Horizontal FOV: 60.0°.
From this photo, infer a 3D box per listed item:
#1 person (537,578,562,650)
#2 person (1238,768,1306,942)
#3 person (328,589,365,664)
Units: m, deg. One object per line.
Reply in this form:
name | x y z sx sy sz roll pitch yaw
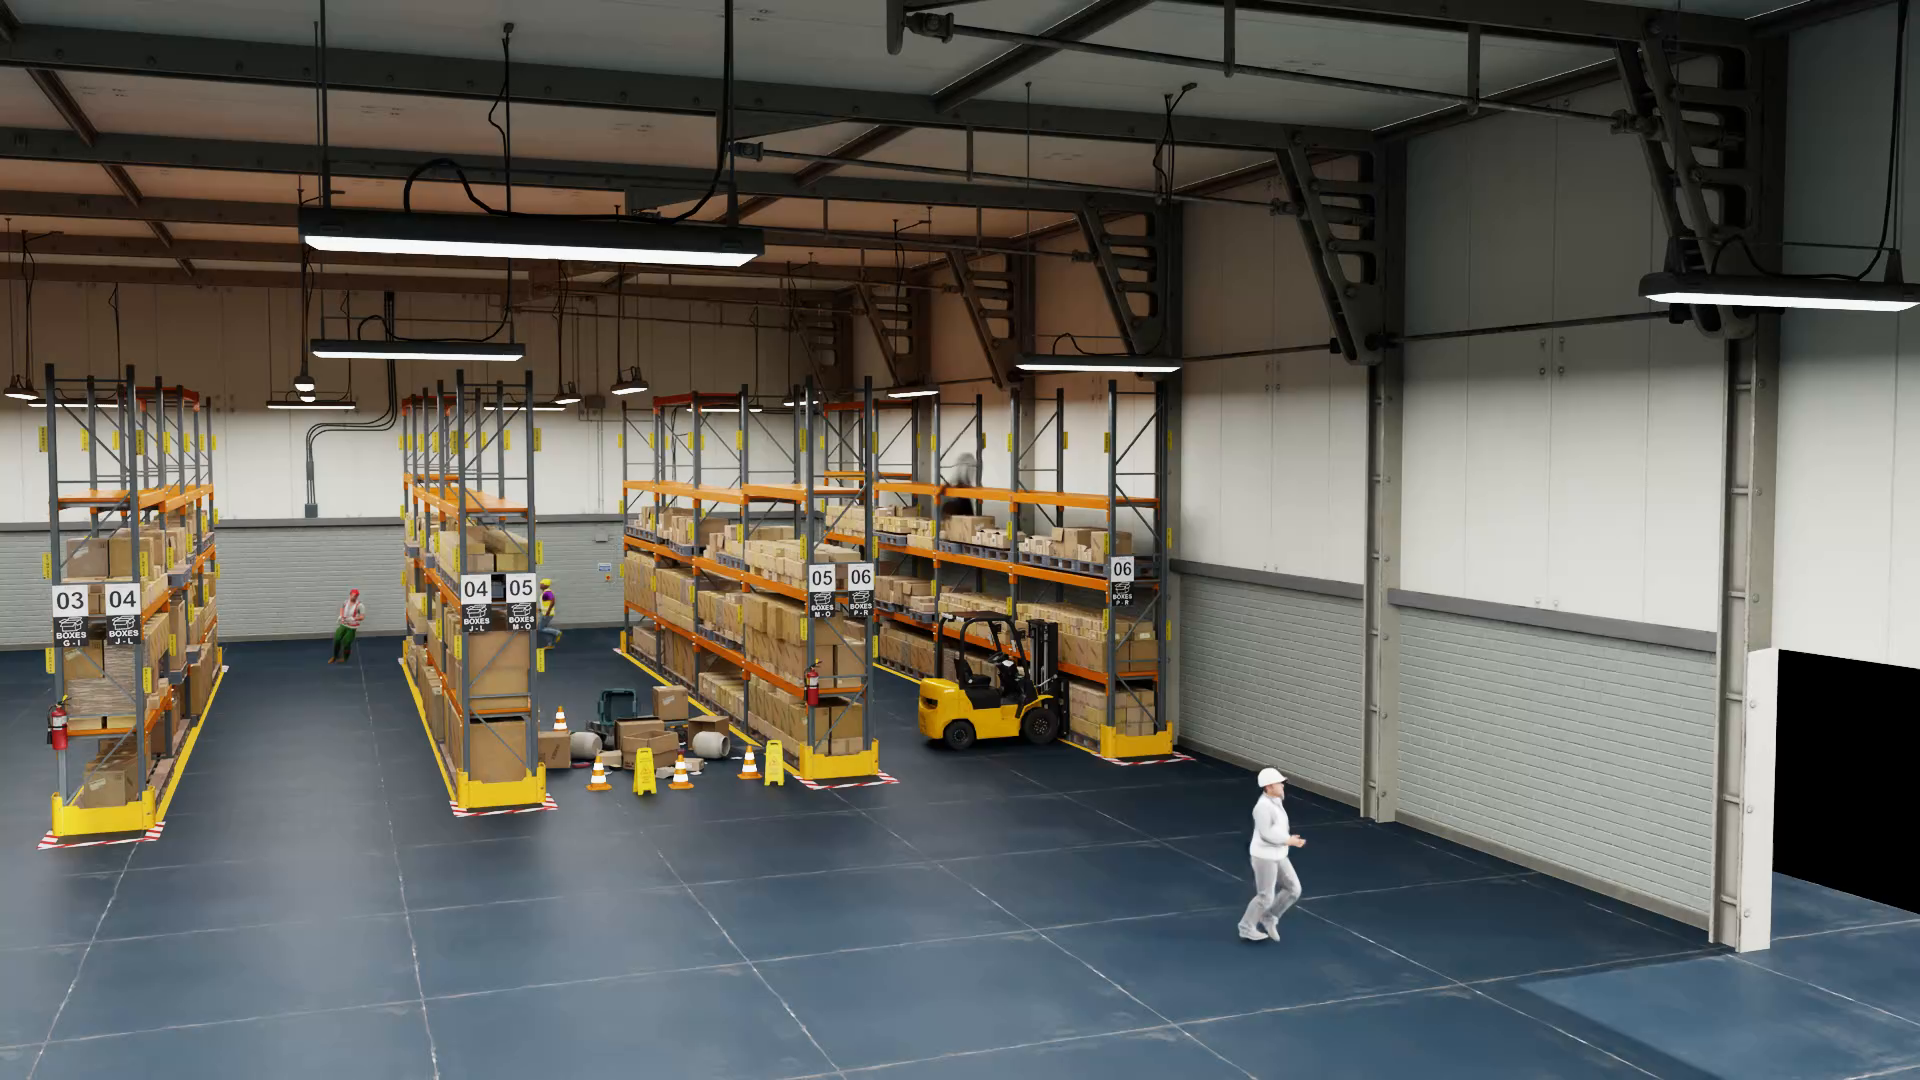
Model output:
person | -9.971 1.796 40.239 0.666 1.729 0.726 -1 3 -14
person | 3.131 3.162 16.583 0.692 1.793 0.685 2 4 27
person | -13.867 1.951 37.615 0.864 1.711 0.656 0 3 3
